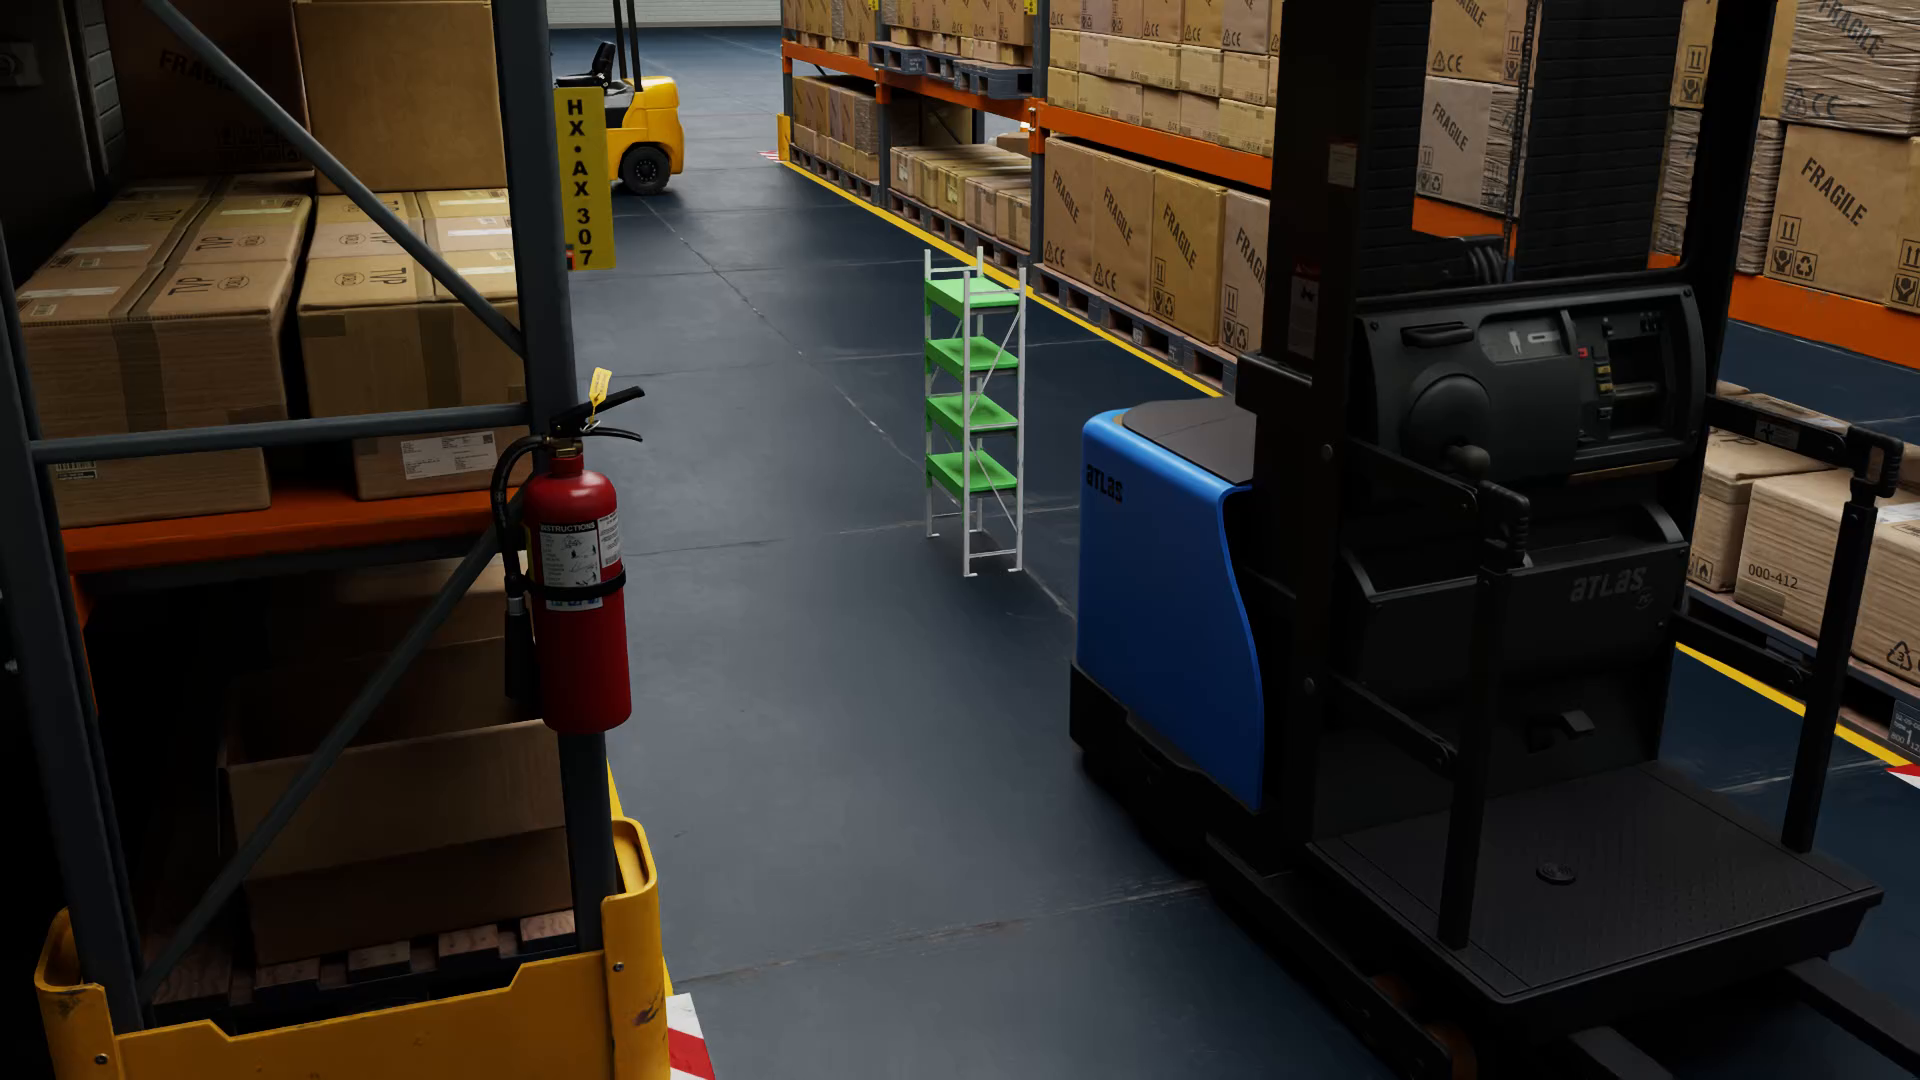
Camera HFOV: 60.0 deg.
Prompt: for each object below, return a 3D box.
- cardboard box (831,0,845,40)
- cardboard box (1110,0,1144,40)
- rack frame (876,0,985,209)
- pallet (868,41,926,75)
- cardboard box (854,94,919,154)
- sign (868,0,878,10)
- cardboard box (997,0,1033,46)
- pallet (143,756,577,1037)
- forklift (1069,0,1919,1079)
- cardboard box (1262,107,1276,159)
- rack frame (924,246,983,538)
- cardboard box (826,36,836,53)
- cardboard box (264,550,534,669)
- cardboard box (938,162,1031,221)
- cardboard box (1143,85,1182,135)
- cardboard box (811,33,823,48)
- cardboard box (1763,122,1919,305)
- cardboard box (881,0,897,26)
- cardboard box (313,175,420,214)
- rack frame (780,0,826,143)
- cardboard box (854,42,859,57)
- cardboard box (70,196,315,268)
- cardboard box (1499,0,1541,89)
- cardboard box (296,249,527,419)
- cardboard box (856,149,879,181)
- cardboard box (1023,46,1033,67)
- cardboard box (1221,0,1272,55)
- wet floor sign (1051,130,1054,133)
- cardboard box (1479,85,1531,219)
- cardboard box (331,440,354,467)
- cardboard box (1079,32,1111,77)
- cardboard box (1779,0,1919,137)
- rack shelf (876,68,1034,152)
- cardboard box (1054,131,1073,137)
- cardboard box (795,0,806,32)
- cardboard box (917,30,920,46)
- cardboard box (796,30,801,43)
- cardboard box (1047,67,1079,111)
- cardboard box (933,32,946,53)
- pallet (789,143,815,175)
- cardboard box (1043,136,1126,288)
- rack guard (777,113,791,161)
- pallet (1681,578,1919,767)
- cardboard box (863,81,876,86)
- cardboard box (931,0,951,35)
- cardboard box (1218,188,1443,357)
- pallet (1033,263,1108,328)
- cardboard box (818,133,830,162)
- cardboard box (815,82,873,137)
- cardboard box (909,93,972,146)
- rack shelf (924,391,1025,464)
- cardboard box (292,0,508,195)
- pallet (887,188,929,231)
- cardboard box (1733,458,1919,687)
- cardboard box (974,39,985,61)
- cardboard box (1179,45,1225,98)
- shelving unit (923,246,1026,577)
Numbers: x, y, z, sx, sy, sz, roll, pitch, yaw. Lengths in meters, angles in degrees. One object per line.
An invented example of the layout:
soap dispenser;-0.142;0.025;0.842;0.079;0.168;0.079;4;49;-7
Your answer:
cardboard box;-0.973;-5.200;16.370;0.500;0.500;0.500;-6;21;-16
cardboard box;1.231;-3.291;10.013;0.500;0.500;0.500;-6;21;-16
rack frame;-0.262;-4.567;15.193;1.000;3.000;0.127;-6;21;-17
pallet;-0.160;-4.216;14.500;1.003;0.211;1.213;-6;21;-17
cardboard box;-0.702;-3.985;15.910;0.500;0.500;0.500;-7;21;-18
sign;-0.774;-4.914;14.880;0.100;0.325;0.005;-6;21;-17
cardboard box;0.589;-3.784;11.805;0.500;0.500;0.500;-7;21;-19
pallet;-1.476;0.845;4.252;1.003;0.211;1.213;-6;21;-17
forklift;1.381;-0.342;3.532;1.130;2.935;3.031;-8;21;-22
cardboard box;1.872;-2.046;8.397;0.500;0.250;0.500;-7;21;-18
rack frame;-0.025;-0.590;6.784;0.240;1.200;0.015;-6;21;-17
cardboard box;-1.142;-5.009;16.796;0.380;0.149;0.250;-6;21;-17
cardboard box;-1.535;0.307;4.702;0.700;0.500;0.500;-6;20;-15
cardboard box;0.355;-2.906;13.837;0.950;0.372;0.625;-6;21;-15
cardboard box;1.406;-2.539;9.769;0.500;0.250;0.500;-6;21;-17
cardboard box;-1.360;-5.262;17.501;0.380;0.149;0.250;-6;21;-16
cardboard box;2.964;-1.052;5.261;0.500;0.500;0.500;-7;21;-18
cardboard box;-0.387;-4.770;14.551;0.500;0.500;0.500;-6;21;-16
cardboard box;-1.590;-0.917;4.813;0.500;0.250;0.500;-7;21;-19
rack frame;-1.519;-5.850;18.767;1.000;3.000;0.127;-6;21;-17
cardboard box;-0.810;-4.772;16.136;0.380;0.149;0.250;-7;21;-18
cardboard box;-1.910;-0.701;4.213;0.500;0.250;0.500;-6;21;-15
cardboard box;2.476;-2.010;6.449;0.500;0.500;0.500;-6;21;-16
cardboard box;-1.088;-0.431;3.461;0.500;0.250;0.500;-6;21;-17
cardboard box;-0.703;-3.631;16.036;0.500;0.250;0.500;-5;20;-15
cardboard box;0.669;-3.443;11.814;0.380;0.149;0.250;-6;21;-15
cardboard box;1.704;-2.799;8.645;0.500;0.500;0.500;-6;21;-16
wet floor sign;1.260;-5.100;20.160;0.267;0.644;0.232;-10;22;-27
cardboard box;2.456;-1.546;6.635;0.500;0.500;0.500;-6;21;-17
cardboard box;-1.168;-0.280;3.631;0.380;0.149;0.250;-6;21;-16
cardboard box;1.082;-3.093;10.572;0.500;0.250;0.500;-6;21;-16
cardboard box;2.940;-1.527;5.105;0.500;0.500;0.500;-6;21;-17
rack shelf;0.367;-3.586;13.528;1.077;0.370;4.000;-6;21;-17
cardboard box;1.437;-4.381;18.369;0.637;0.503;0.797;12;23;30
cardboard box;-1.468;-5.690;17.733;0.500;0.500;0.500;-6;21;-16
cardboard box;-0.156;-4.271;14.121;0.380;0.149;0.250;-5;20;-14
cardboard box;-1.609;-5.601;18.445;0.380;0.149;0.250;-6;21;-17
cardboard box;0.910;-3.029;11.133;0.500;0.250;0.500;-7;21;-18
cardboard box;-0.005;-4.014;13.405;0.380;0.149;0.250;-6;20;-15
pallet;-1.273;-4.249;18.434;1.003;0.211;1.213;-6;21;-17
cardboard box;1.134;-2.250;11.266;0.875;0.875;0.875;-7;21;-18
rack guard;-1.495;-4.650;19.122;1.175;0.500;0.348;-6;21;-17
pallet;3.184;0.348;5.635;1.003;0.211;1.213;-6;21;-17
cardboard box;-0.700;-4.548;17.477;0.500;0.500;0.500;-7;21;-18
cardboard box;0.085;-4.286;13.202;0.500;0.500;0.500;-7;21;-19
cardboard box;1.982;-1.388;8.864;0.875;0.875;0.875;-6;21;-16
pallet;1.172;-1.710;11.364;1.003;0.211;1.213;-6;21;-17
cardboard box;-1.191;-4.127;17.416;0.500;0.250;0.500;-5;20;-14
cardboard box;-1.202;-4.482;17.294;0.500;0.500;0.500;-6;21;-16
cardboard box;-0.191;-4.041;16.067;0.500;0.500;0.500;-5;20;-15
rack shelf;0.052;-0.451;6.587;0.258;0.148;0.480;-6;21;-17
cardboard box;-1.560;-1.265;4.674;0.500;0.500;0.500;-6;21;-16
pallet;-0.016;-3.005;14.969;1.003;0.211;1.213;-6;21;-17
cardboard box;3.208;0.091;5.394;0.875;0.438;0.875;-7;21;-19
cardboard box;0.323;-3.679;12.471;0.380;0.149;0.250;-7;21;-20
cardboard box;1.551;-2.605;9.214;0.500;0.250;0.500;-6;21;-16
shelving unit;0.052;-0.512;6.566;0.258;1.200;0.503;-6;21;-17
